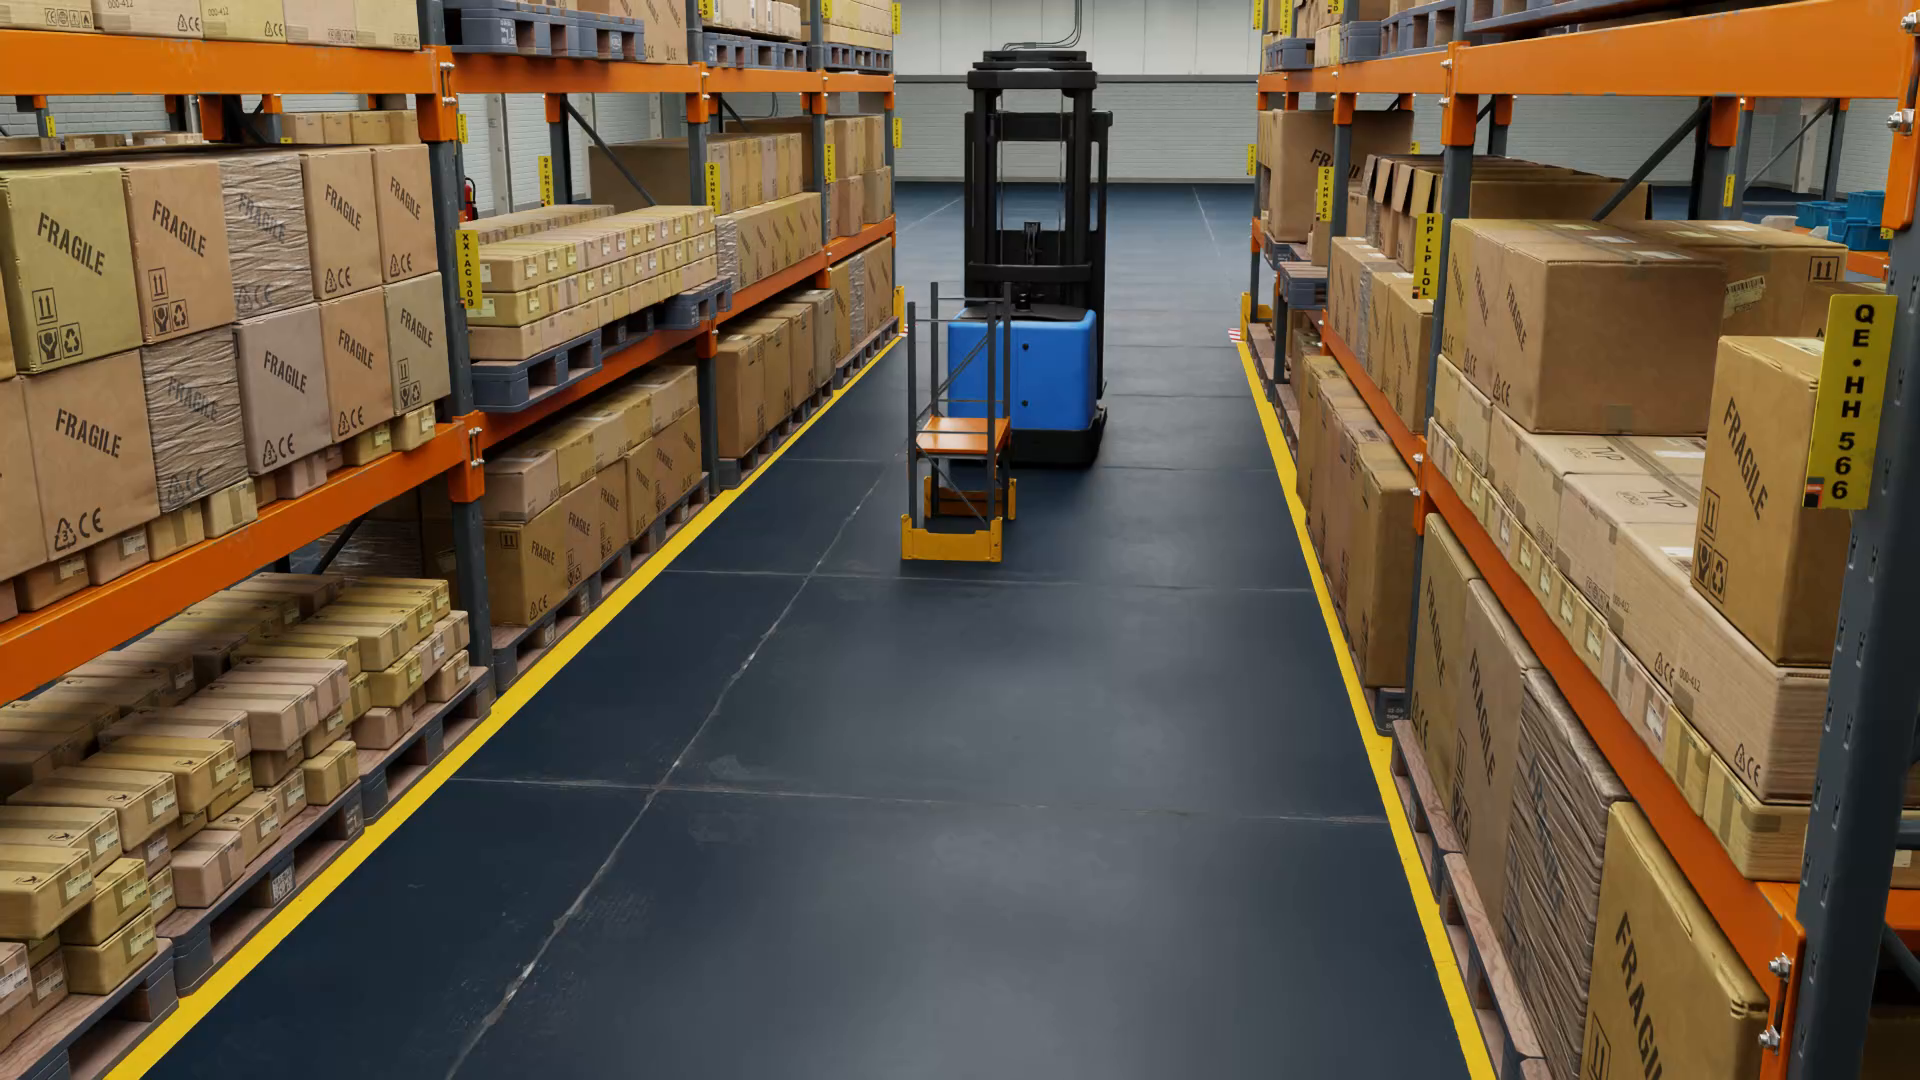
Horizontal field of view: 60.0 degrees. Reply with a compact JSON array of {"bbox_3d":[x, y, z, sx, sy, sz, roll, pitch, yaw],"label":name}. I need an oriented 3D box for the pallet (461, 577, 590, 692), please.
[{"bbox_3d":[-2.500,0.422,8.196,1.003,0.211,1.213,2,15,6],"label":"pallet"}]

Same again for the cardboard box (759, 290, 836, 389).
[{"bbox_3d":[-1.664,-1.750,14.392,1.050,0.750,0.750,2,15,6],"label":"cardboard box"}]

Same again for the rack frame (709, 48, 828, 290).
[{"bbox_3d":[-1.684,-2.797,14.759,1.000,3.000,0.127,2,15,6],"label":"rack frame"}]

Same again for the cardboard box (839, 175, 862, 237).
[{"bbox_3d":[-1.436,-3.245,16.129,0.875,0.550,0.550,2,15,6],"label":"cardboard box"}]

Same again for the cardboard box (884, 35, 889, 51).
[{"bbox_3d":[-0.962,-5.250,17.571,0.380,0.149,0.250,2,15,7],"label":"cardboard box"}]

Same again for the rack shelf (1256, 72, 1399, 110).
[{"bbox_3d":[3.459,-4.244,15.742,1.077,0.370,4.000,2,15,6],"label":"rack shelf"}]

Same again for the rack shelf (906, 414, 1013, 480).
[{"bbox_3d":[0.010,-0.572,10.095,0.538,0.185,1.000,2,15,6],"label":"rack shelf"}]

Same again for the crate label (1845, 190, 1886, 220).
[{"bbox_3d":[8.667,-3.048,15.619,0.502,0.435,0.616,2,15,6],"label":"crate label"}]

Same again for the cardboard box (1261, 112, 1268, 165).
[{"bbox_3d":[3.233,-3.943,16.319,0.500,0.500,0.500,2,15,6],"label":"cardboard box"}]

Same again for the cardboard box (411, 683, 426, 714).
[{"bbox_3d":[-2.405,0.628,6.749,0.380,0.149,0.250,2,15,8],"label":"cardboard box"}]

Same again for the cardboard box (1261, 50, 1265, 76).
[{"bbox_3d":[3.373,-4.920,17.152,0.500,0.250,0.500,2,15,8],"label":"cardboard box"}]

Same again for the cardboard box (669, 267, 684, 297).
[{"bbox_3d":[-1.824,-1.504,9.653,0.380,0.149,0.250,1,15,6],"label":"cardboard box"}]

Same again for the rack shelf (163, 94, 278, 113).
[{"bbox_3d":[-6.839,-3.498,12.985,1.077,0.370,4.000,2,15,6],"label":"rack shelf"}]

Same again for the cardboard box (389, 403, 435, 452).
[{"bbox_3d":[-2.307,-0.450,6.560,0.380,0.149,0.250,1,15,5],"label":"cardboard box"}]

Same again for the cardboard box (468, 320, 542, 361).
[{"bbox_3d":[-2.085,-0.892,7.391,0.380,0.149,0.250,1,15,4],"label":"cardboard box"}]

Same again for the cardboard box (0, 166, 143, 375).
[{"bbox_3d":[-2.592,-0.733,4.449,0.500,0.500,0.500,1,15,5],"label":"cardboard box"}]

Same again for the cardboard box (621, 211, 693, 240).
[{"bbox_3d":[-1.795,-1.854,9.810,0.380,0.149,0.250,2,15,8],"label":"cardboard box"}]

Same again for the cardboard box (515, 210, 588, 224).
[{"bbox_3d":[-2.439,-1.881,9.907,0.380,0.149,0.250,2,15,6],"label":"cardboard box"}]

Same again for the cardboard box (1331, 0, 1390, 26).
[{"bbox_3d":[2.587,-3.456,10.300,0.500,0.500,0.500,2,15,8],"label":"cardboard box"}]

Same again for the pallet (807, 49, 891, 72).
[{"bbox_3d":[-1.306,-5.047,17.503,1.003,0.211,1.213,2,15,6],"label":"pallet"}]

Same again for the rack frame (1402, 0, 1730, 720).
[{"bbox_3d":[2.330,-0.550,6.448,1.000,3.000,0.127,2,15,6],"label":"rack frame"}]

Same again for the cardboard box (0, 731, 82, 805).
[{"bbox_3d":[-3.034,0.721,5.267,0.380,0.149,0.250,1,15,4],"label":"cardboard box"}]

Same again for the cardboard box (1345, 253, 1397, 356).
[{"bbox_3d":[2.346,-1.250,8.848,0.500,0.500,0.500,1,15,5],"label":"cardboard box"}]

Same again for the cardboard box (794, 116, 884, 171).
[{"bbox_3d":[-1.283,-4.187,17.545,0.875,0.550,0.550,2,15,6],"label":"cardboard box"}]

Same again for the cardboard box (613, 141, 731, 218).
[{"bbox_3d":[-2.019,-2.538,11.693,0.700,0.500,0.500,1,15,5],"label":"cardboard box"}]

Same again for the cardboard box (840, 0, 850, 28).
[{"bbox_3d":[-1.295,-4.816,15.203,0.500,0.250,0.500,2,15,6],"label":"cardboard box"}]

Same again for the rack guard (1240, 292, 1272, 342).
[{"bbox_3d":[3.676,-2.436,18.211,1.175,0.500,0.348,2,15,6],"label":"rack guard"}]

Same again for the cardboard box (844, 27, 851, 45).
[{"bbox_3d":[-1.219,-4.656,15.372,0.380,0.149,0.250,1,15,5],"label":"cardboard box"}]

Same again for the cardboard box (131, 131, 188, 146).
[{"bbox_3d":[-7.018,-3.512,14.597,0.380,0.149,0.250,2,15,6],"label":"cardboard box"}]

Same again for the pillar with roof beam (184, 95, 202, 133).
[{"bbox_3d":[-7.114,-8.270,23.508,9.100,9.000,0.400,2,15,6],"label":"pillar with roof beam"}]

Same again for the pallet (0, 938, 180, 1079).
[{"bbox_3d":[-2.902,1.432,4.461,1.003,0.211,1.213,2,15,6],"label":"pallet"}]

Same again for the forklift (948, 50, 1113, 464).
[{"bbox_3d":[0.610,-2.301,13.055,1.130,2.935,3.031,2,15,8],"label":"forklift"}]

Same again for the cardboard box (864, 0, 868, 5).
[{"bbox_3d":[-1.105,-5.304,16.242,0.380,0.149,0.250,2,15,7],"label":"cardboard box"}]

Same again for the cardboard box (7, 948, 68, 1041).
[{"bbox_3d":[-2.691,1.228,4.532,0.380,0.149,0.250,2,15,7],"label":"cardboard box"}]

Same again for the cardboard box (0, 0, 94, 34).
[{"bbox_3d":[-2.624,-1.439,4.279,0.500,0.250,0.500,1,15,4],"label":"cardboard box"}]

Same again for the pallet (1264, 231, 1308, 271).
[{"bbox_3d":[3.002,-2.338,13.429,1.003,0.211,1.213,2,15,6],"label":"pallet"}]

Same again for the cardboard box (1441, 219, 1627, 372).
[{"bbox_3d":[2.022,-0.866,5.899,0.500,0.500,0.500,2,15,6],"label":"cardboard box"}]

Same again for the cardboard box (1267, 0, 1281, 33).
[{"bbox_3d":[3.249,-5.166,16.055,0.500,0.500,0.500,2,15,6],"label":"cardboard box"}]

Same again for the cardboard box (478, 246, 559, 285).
[{"bbox_3d":[-2.060,-1.252,7.581,0.380,0.149,0.250,2,15,8],"label":"cardboard box"}]

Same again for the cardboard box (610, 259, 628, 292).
[{"bbox_3d":[-1.942,-1.376,8.611,0.380,0.149,0.250,1,15,5],"label":"cardboard box"}]

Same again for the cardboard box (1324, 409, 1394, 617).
[{"bbox_3d":[2.483,-0.125,8.144,1.225,0.875,0.875,1,15,4],"label":"cardboard box"}]

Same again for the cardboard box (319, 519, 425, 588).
[{"bbox_3d":[-2.753,0.083,8.094,0.500,0.500,0.500,1,15,5],"label":"cardboard box"}]

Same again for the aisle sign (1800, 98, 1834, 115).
[{"bbox_3d":[8.909,-4.781,17.116,0.394,0.787,0.004,2,15,6],"label":"aisle sign"}]

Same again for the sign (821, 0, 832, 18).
[{"bbox_3d":[-1.143,-4.633,14.209,0.100,0.325,0.005,2,15,6],"label":"sign"}]

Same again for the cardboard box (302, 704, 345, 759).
[{"bbox_3d":[-2.472,0.668,6.031,0.380,0.149,0.250,2,15,8],"label":"cardboard box"}]

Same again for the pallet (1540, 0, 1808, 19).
[{"bbox_3d":[2.088,-1.427,4.118,1.003,0.211,1.213,2,15,6],"label":"pallet"}]

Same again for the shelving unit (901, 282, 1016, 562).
[{"bbox_3d":[0.009,-0.744,10.039,0.587,1.500,1.083,2,15,6],"label":"shelving unit"}]

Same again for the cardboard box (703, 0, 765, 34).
[{"bbox_3d":[-1.720,-3.860,12.118,0.500,0.311,0.500,1,15,5],"label":"cardboard box"}]

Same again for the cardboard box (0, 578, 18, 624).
[{"bbox_3d":[-2.711,0.156,4.321,0.380,0.149,0.250,2,15,9],"label":"cardboard box"}]

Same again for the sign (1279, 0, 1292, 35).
[{"bbox_3d":[2.693,-4.336,13.714,0.100,0.325,0.005,2,15,6],"label":"sign"}]

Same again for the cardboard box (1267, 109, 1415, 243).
[{"bbox_3d":[3.004,-2.915,13.241,1.000,1.000,1.000,2,15,7],"label":"cardboard box"}]

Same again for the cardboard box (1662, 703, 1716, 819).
[{"bbox_3d":[1.620,0.440,3.271,0.380,0.149,0.250,2,15,7],"label":"cardboard box"}]

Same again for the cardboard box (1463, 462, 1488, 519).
[{"bbox_3d":[1.880,-0.157,5.476,0.380,0.149,0.250,1,15,5],"label":"cardboard box"}]

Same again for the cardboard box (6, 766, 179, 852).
[{"bbox_3d":[-2.587,0.801,4.971,0.380,0.149,0.250,2,15,8],"label":"cardboard box"}]

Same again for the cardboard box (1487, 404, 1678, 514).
[{"bbox_3d":[1.903,-0.243,5.033,0.500,0.250,0.500,2,15,8],"label":"cardboard box"}]
